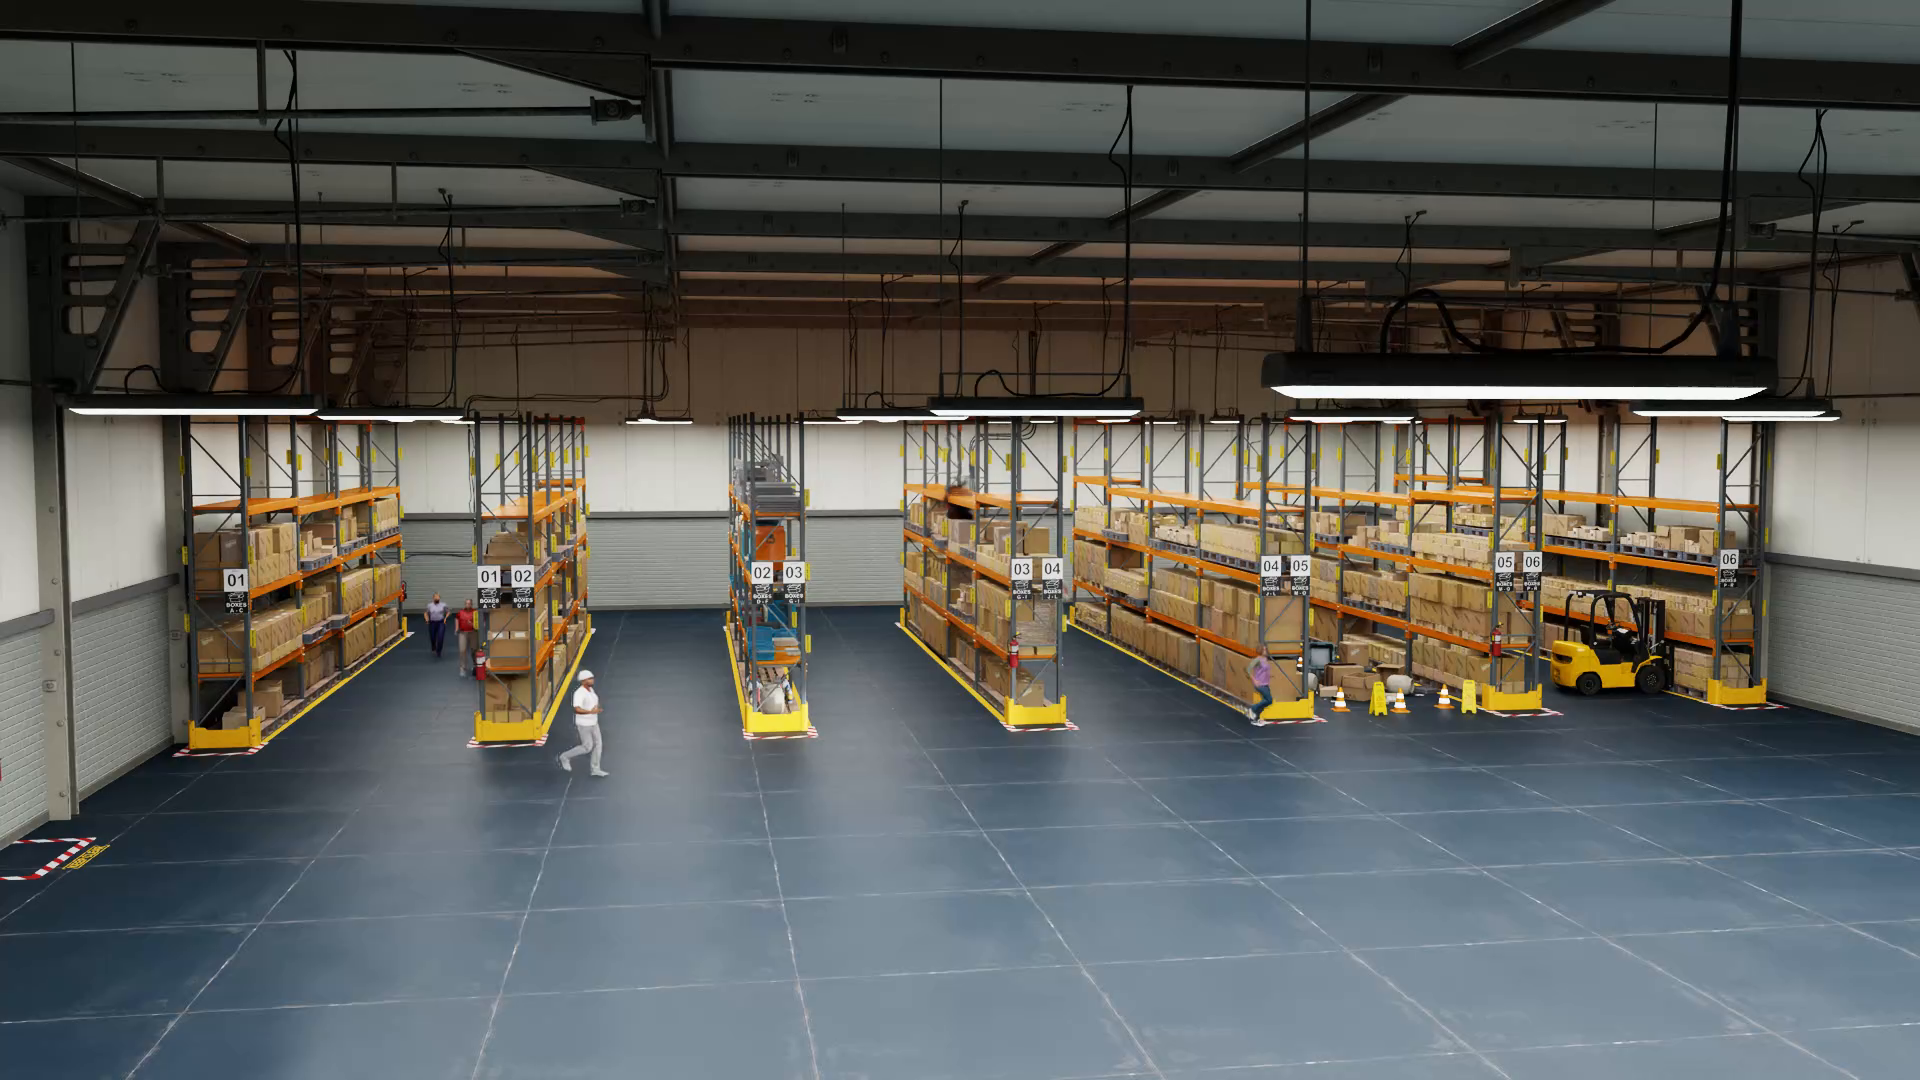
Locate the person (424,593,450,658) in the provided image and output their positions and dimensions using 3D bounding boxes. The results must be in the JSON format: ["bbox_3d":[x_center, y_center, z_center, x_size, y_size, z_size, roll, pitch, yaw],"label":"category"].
[{"bbox_3d":[-13.027,2.124,41.456,0.614,1.599,0.575,-1,4,-17],"label":"person"}]

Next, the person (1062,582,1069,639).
[{"bbox_3d":[2.627,1.740,45.373,0.671,1.797,1.001,-1,4,-8],"label":"person"}]

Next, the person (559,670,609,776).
[{"bbox_3d":[-6.141,2.995,27.192,0.822,1.740,0.715,1,4,9],"label":"person"}]

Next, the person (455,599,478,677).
[{"bbox_3d":[-11.324,2.234,38.332,0.653,1.748,0.898,-1,4,-8],"label":"person"}]

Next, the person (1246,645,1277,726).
[{"bbox_3d":[5.798,2.780,31.766,0.539,1.559,0.524,3,5,36],"label":"person"}]
